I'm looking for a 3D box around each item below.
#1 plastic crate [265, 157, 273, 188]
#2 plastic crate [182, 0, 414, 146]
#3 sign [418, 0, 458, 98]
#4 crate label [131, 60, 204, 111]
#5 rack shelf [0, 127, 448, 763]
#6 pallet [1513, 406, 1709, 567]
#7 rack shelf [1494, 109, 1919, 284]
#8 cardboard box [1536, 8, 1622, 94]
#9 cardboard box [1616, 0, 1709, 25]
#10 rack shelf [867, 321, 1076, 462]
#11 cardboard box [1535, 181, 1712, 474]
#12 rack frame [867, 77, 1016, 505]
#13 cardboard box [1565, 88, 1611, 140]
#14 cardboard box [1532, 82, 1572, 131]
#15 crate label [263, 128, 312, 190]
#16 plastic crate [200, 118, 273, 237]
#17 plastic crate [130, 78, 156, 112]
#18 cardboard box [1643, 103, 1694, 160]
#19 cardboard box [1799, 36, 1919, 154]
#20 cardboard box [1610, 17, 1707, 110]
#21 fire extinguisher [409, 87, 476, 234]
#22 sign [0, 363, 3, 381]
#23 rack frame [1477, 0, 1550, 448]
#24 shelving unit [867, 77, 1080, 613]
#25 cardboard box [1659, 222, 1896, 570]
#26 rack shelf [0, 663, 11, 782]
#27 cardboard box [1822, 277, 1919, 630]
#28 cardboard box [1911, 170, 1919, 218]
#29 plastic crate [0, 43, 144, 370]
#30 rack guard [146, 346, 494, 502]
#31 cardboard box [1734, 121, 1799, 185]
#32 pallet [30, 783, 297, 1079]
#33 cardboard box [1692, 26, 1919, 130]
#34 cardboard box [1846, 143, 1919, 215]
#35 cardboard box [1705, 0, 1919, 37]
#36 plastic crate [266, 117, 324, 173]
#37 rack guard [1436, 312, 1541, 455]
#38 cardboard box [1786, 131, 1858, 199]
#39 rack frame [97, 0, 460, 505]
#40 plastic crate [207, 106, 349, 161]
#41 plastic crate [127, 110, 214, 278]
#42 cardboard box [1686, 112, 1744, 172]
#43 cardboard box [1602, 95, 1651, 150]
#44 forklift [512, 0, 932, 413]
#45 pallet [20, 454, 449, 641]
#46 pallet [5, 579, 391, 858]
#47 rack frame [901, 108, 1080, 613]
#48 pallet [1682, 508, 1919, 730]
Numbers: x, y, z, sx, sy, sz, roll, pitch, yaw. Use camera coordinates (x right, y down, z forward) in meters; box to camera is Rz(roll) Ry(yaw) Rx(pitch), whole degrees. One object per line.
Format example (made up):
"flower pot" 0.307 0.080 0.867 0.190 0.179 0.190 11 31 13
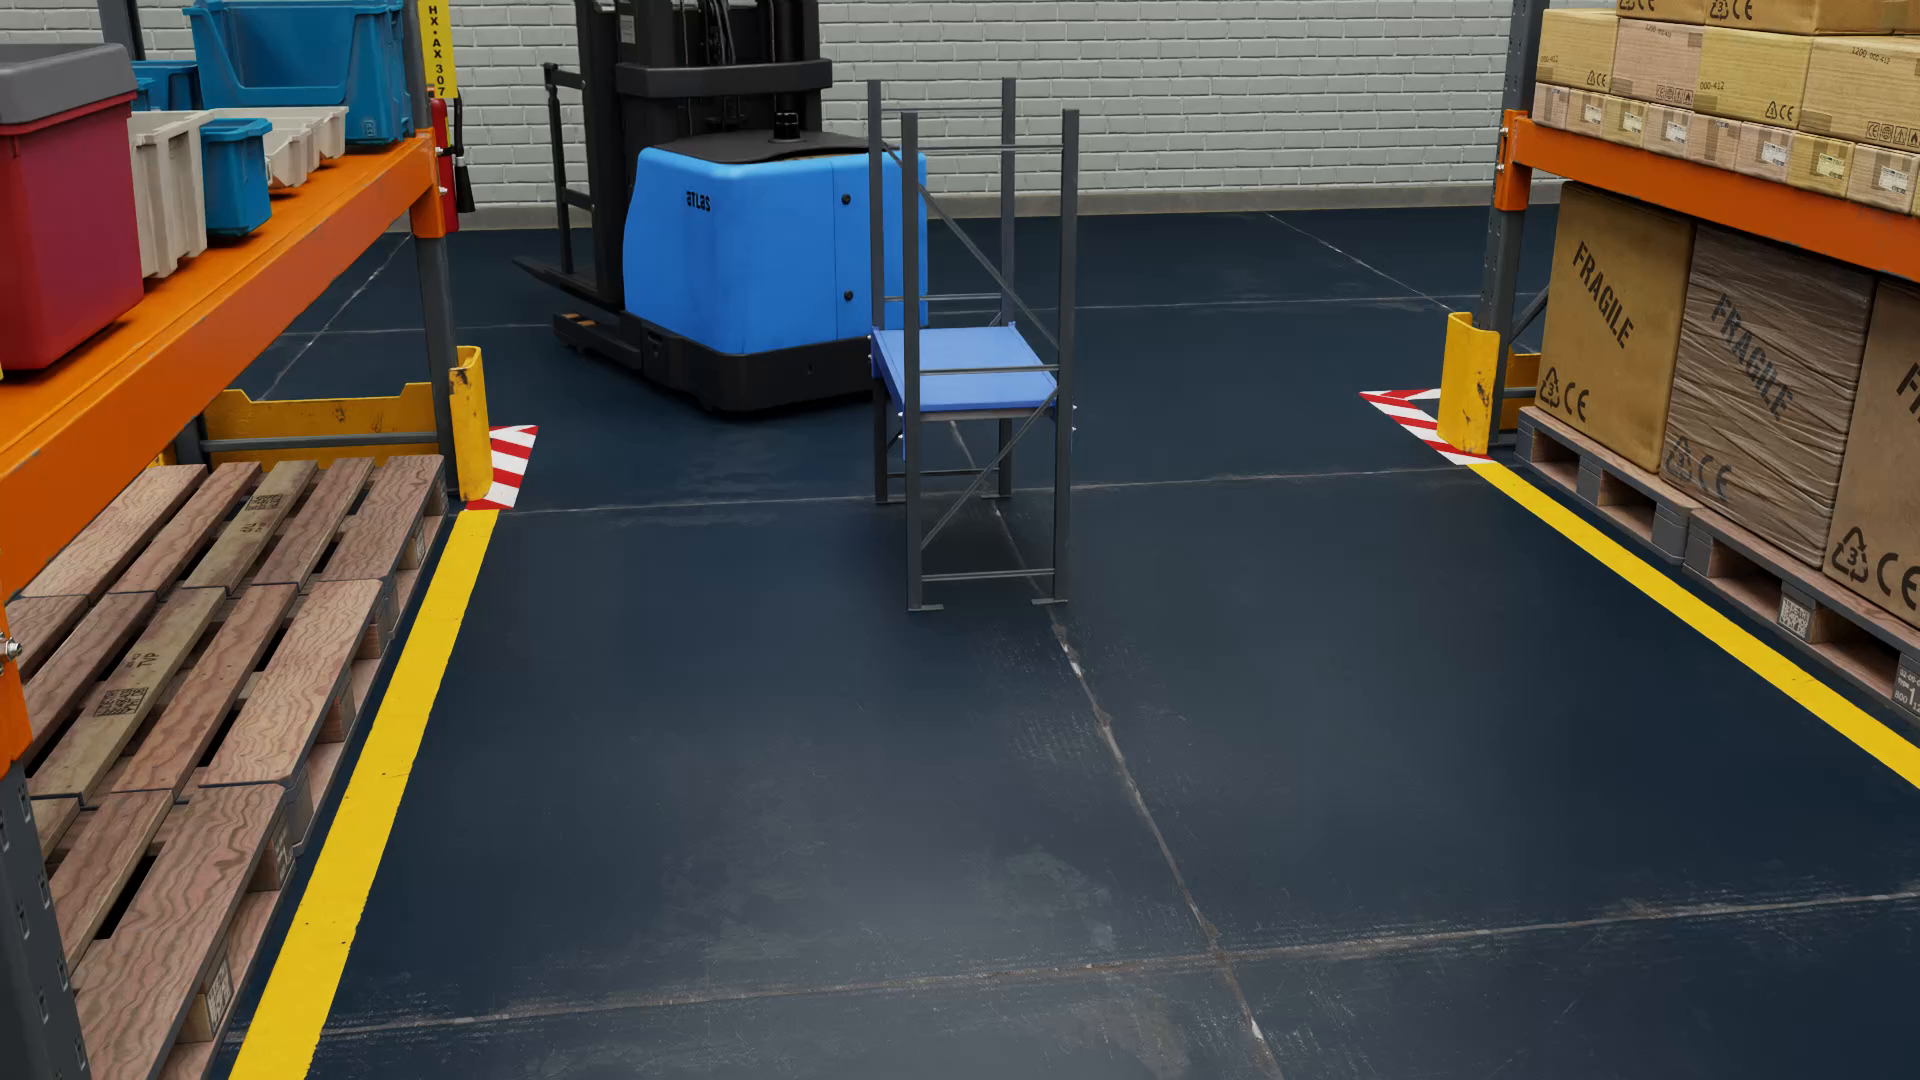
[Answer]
"plastic crate" -1.881 -0.905 4.143 0.298 0.136 0.250 -3 21 -8
"plastic crate" -2.098 -1.509 5.334 0.616 0.435 0.499 -3 21 -8
"sign" -1.789 -1.681 5.697 0.100 0.325 0.005 -3 21 -8
"crate label" -2.621 -1.419 5.382 0.416 0.233 0.303 -3 21 -8
"rack shelf" -2.042 -0.542 3.908 1.077 0.370 4.000 -3 21 -8
"pallet" 2.763 -0.242 6.062 1.003 0.211 1.213 -3 21 -8
"rack shelf" 2.859 -0.792 4.577 1.077 0.370 4.000 -3 21 -8
"cardboard box" 2.373 -1.710 5.798 0.500 0.250 0.500 -3 21 -9
"cardboard box" 2.445 -1.889 5.203 0.500 0.500 0.500 -3 21 -9
"rack shelf" 0.012 -0.505 5.438 0.538 0.185 1.000 -3 21 -8
"cardboard box" 2.742 -0.805 6.021 0.875 0.875 0.875 -3 21 -8
"rack frame" -0.061 -0.849 5.846 0.500 1.500 0.032 -3 21 -8
"cardboard box" 2.334 -1.475 5.738 0.380 0.149 0.250 -3 21 -9
"cardboard box" 2.295 -1.564 5.975 0.380 0.149 0.250 -3 21 -7
"crate label" -1.942 -1.006 4.415 0.396 0.136 0.243 -3 21 -8
"plastic crate" -1.781 -0.823 3.786 0.416 0.233 0.300 -3 21 -8
"plastic crate" -2.526 -1.191 4.771 0.416 0.233 0.300 -3 21 -8
"cardboard box" 2.410 -1.296 5.259 0.380 0.149 0.250 -3 21 -9
"cardboard box" 2.603 -1.176 4.368 0.500 0.250 0.500 -3 21 -9
"cardboard box" 2.454 -1.531 5.317 0.500 0.250 0.500 -3 21 -8
"fire extinguisher" -1.903 -1.436 5.916 0.296 0.674 0.183 -3 21 -8
"sign" -1.209 -0.343 1.952 0.100 0.325 0.005 -3 21 -8
"rack frame" 2.571 -1.821 6.305 1.000 3.000 0.127 -3 21 -8
"shelving unit" 0.012 -0.673 5.375 0.538 1.500 1.048 -3 21 -8
"cardboard box" 2.873 -0.490 5.177 0.875 0.875 0.875 -3 21 -8
"rack shelf" -1.466 0.843 0.200 1.077 0.370 4.000 -3 21 -8
"cardboard box" 3.001 -0.182 4.352 0.875 0.875 0.875 -3 21 -8
"cardboard box" 2.593 -0.852 4.071 0.380 0.149 0.250 -3 21 -9
"plastic crate" -1.635 -0.566 2.768 0.402 0.464 0.583 -3 21 -8
"rack guard" -2.347 -0.408 6.094 1.175 0.500 0.348 -3 21 -8
"cardboard box" 2.483 -1.119 4.784 0.380 0.149 0.250 -3 21 -8
"pallet" -1.898 0.867 3.092 1.003 0.211 1.213 -3 21 -8
"cardboard box" 2.523 -1.357 4.850 0.500 0.250 0.500 -4 21 -10
"cardboard box" 2.558 -0.941 4.307 0.380 0.149 0.250 -3 21 -7
"cardboard box" 2.525 -1.710 4.724 0.500 0.500 0.500 -3 21 -9
"plastic crate" -2.006 -1.102 4.670 0.396 0.136 0.243 -3 21 -8
"rack guard" 2.567 -0.658 6.765 1.175 0.500 0.348 -3 21 -8
"cardboard box" 2.518 -1.031 4.550 0.380 0.149 0.250 -3 21 -9
"rack frame" -2.331 -1.571 5.636 1.000 3.000 0.127 -3 21 -8
"plastic crate" -2.034 -1.203 4.940 0.396 0.136 0.243 -3 21 -8
"plastic crate" -1.792 -0.697 3.379 0.437 0.282 0.530 -3 21 -8
"cardboard box" 2.445 -1.208 5.023 0.380 0.149 0.250 -3 21 -9
"cardboard box" 2.371 -1.387 5.500 0.380 0.149 0.250 -3 21 -9
"forklift" -1.375 -2.369 7.870 1.130 2.935 3.031 -14 24 -32
"pallet" -2.250 0.022 5.354 1.003 0.211 1.213 -3 21 -8
"pallet" -2.078 0.444 4.226 1.003 0.211 1.213 -3 21 -8
"rack frame" 0.086 -0.497 4.903 0.500 1.500 0.032 -3 21 -8
"pallet" 2.936 0.180 4.934 1.003 0.211 1.213 -3 21 -8
